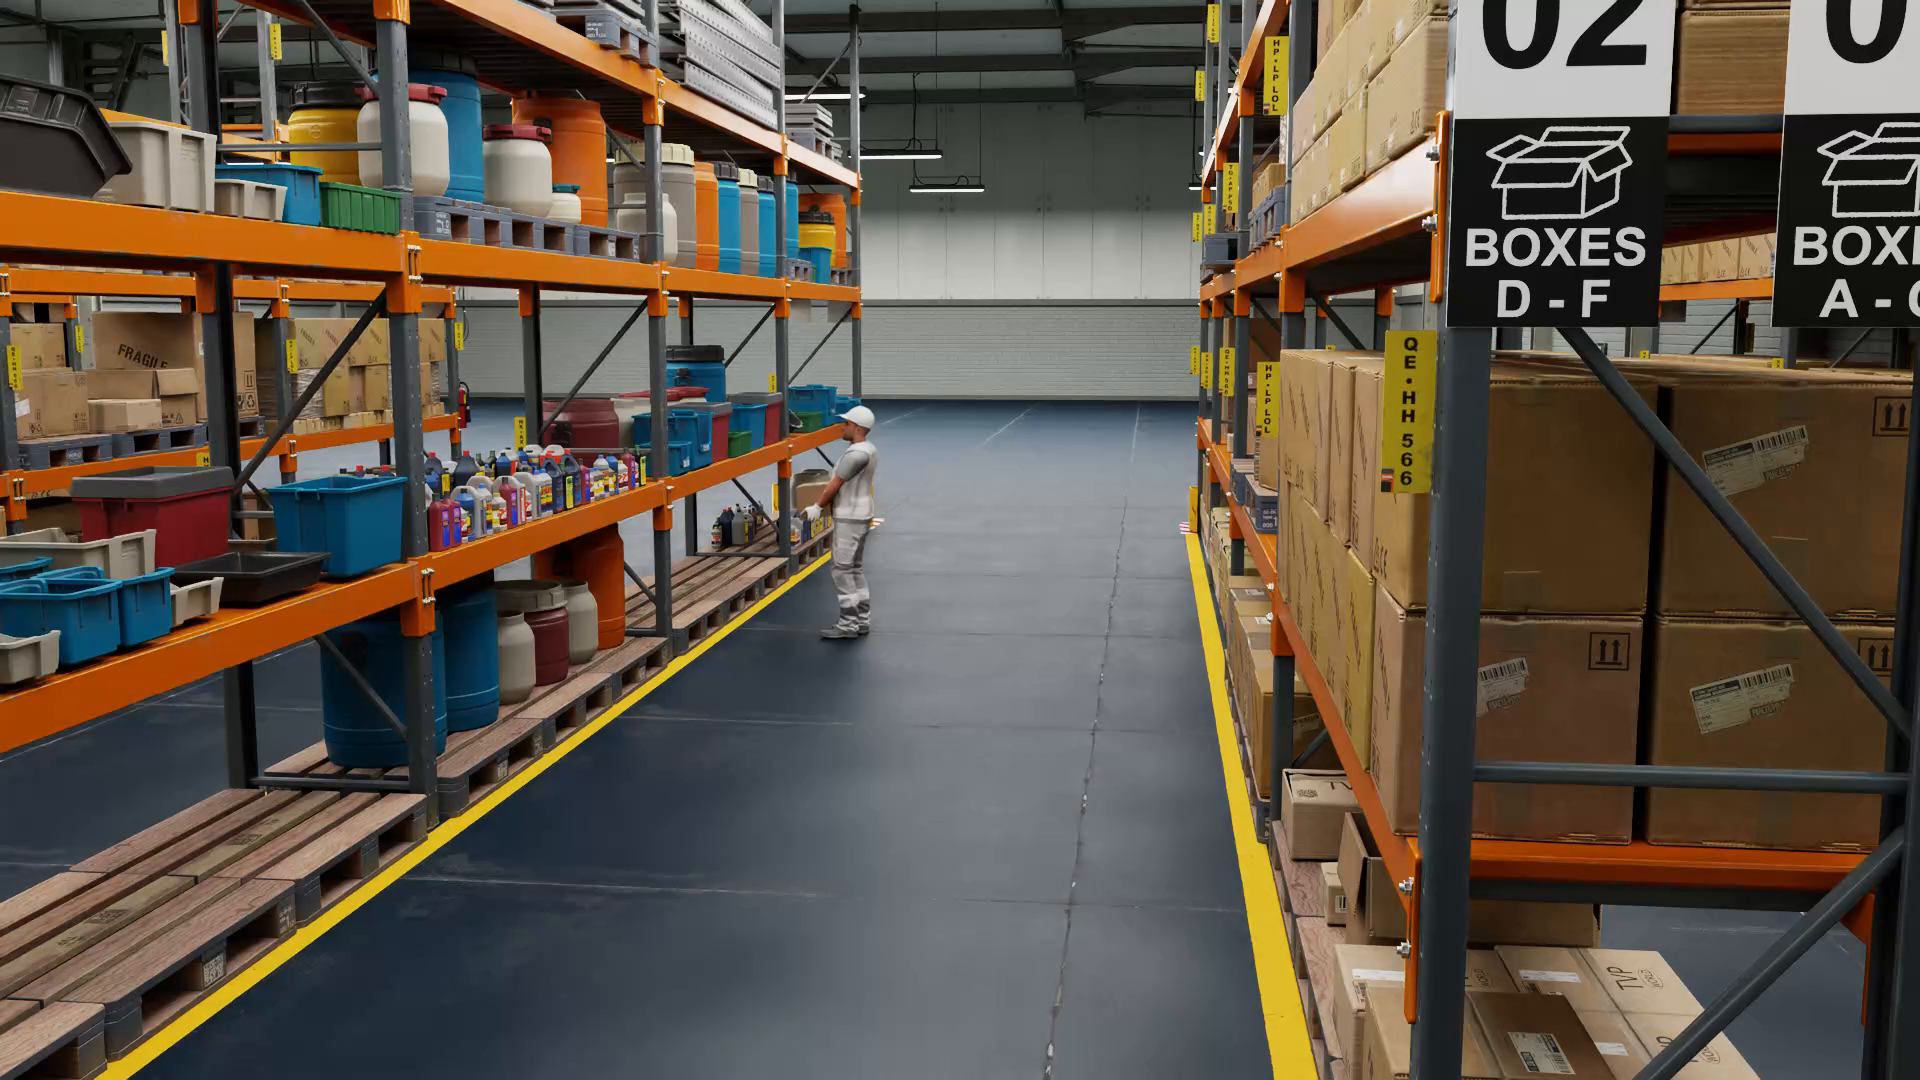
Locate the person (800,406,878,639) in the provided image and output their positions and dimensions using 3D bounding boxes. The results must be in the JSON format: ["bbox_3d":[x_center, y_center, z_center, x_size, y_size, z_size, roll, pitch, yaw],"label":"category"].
[{"bbox_3d":[-0.924,-0.137,12.764,0.560,1.782,0.493,1,8,7],"label":"person"}]
